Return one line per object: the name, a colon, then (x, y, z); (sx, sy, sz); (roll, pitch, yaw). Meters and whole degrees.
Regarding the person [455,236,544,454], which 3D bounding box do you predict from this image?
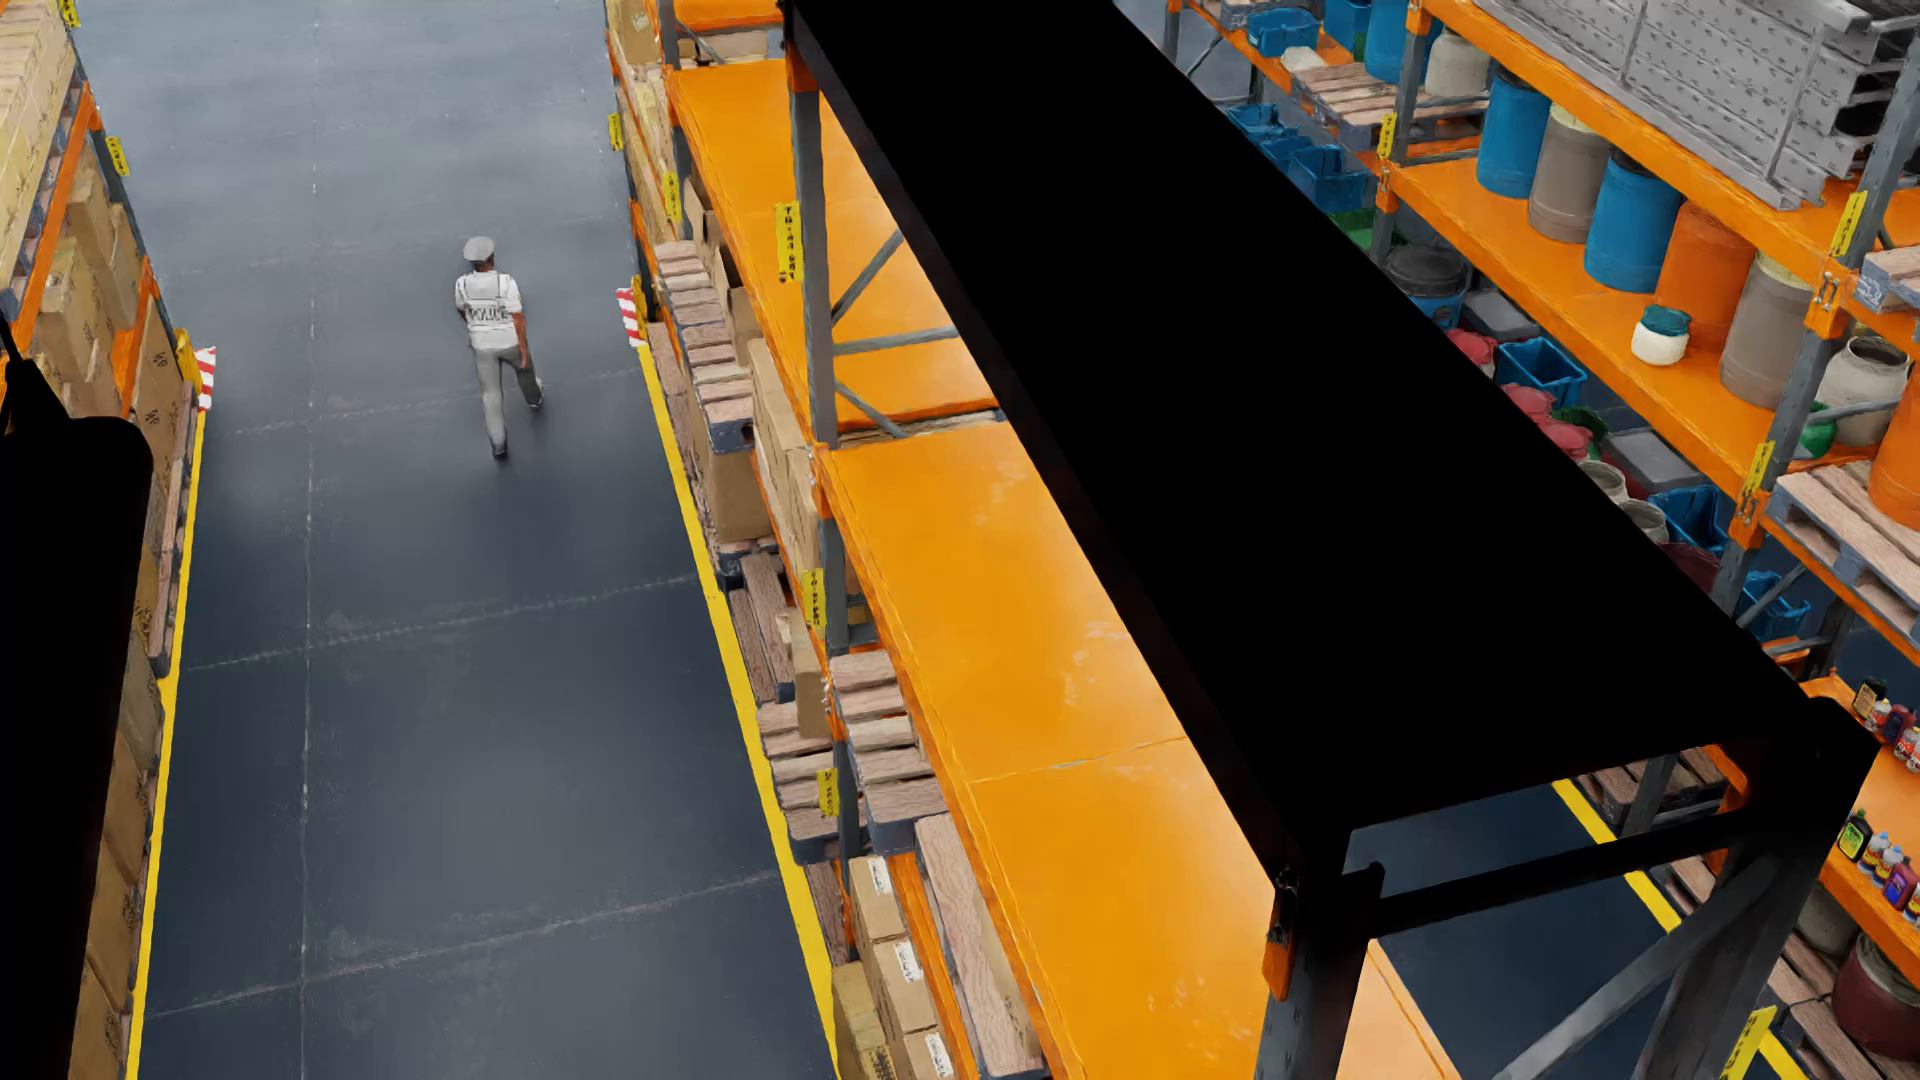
person: (-3.773, -1.667, 13.534); (0.532, 1.703, 1.040); (-5, 39, -6)
